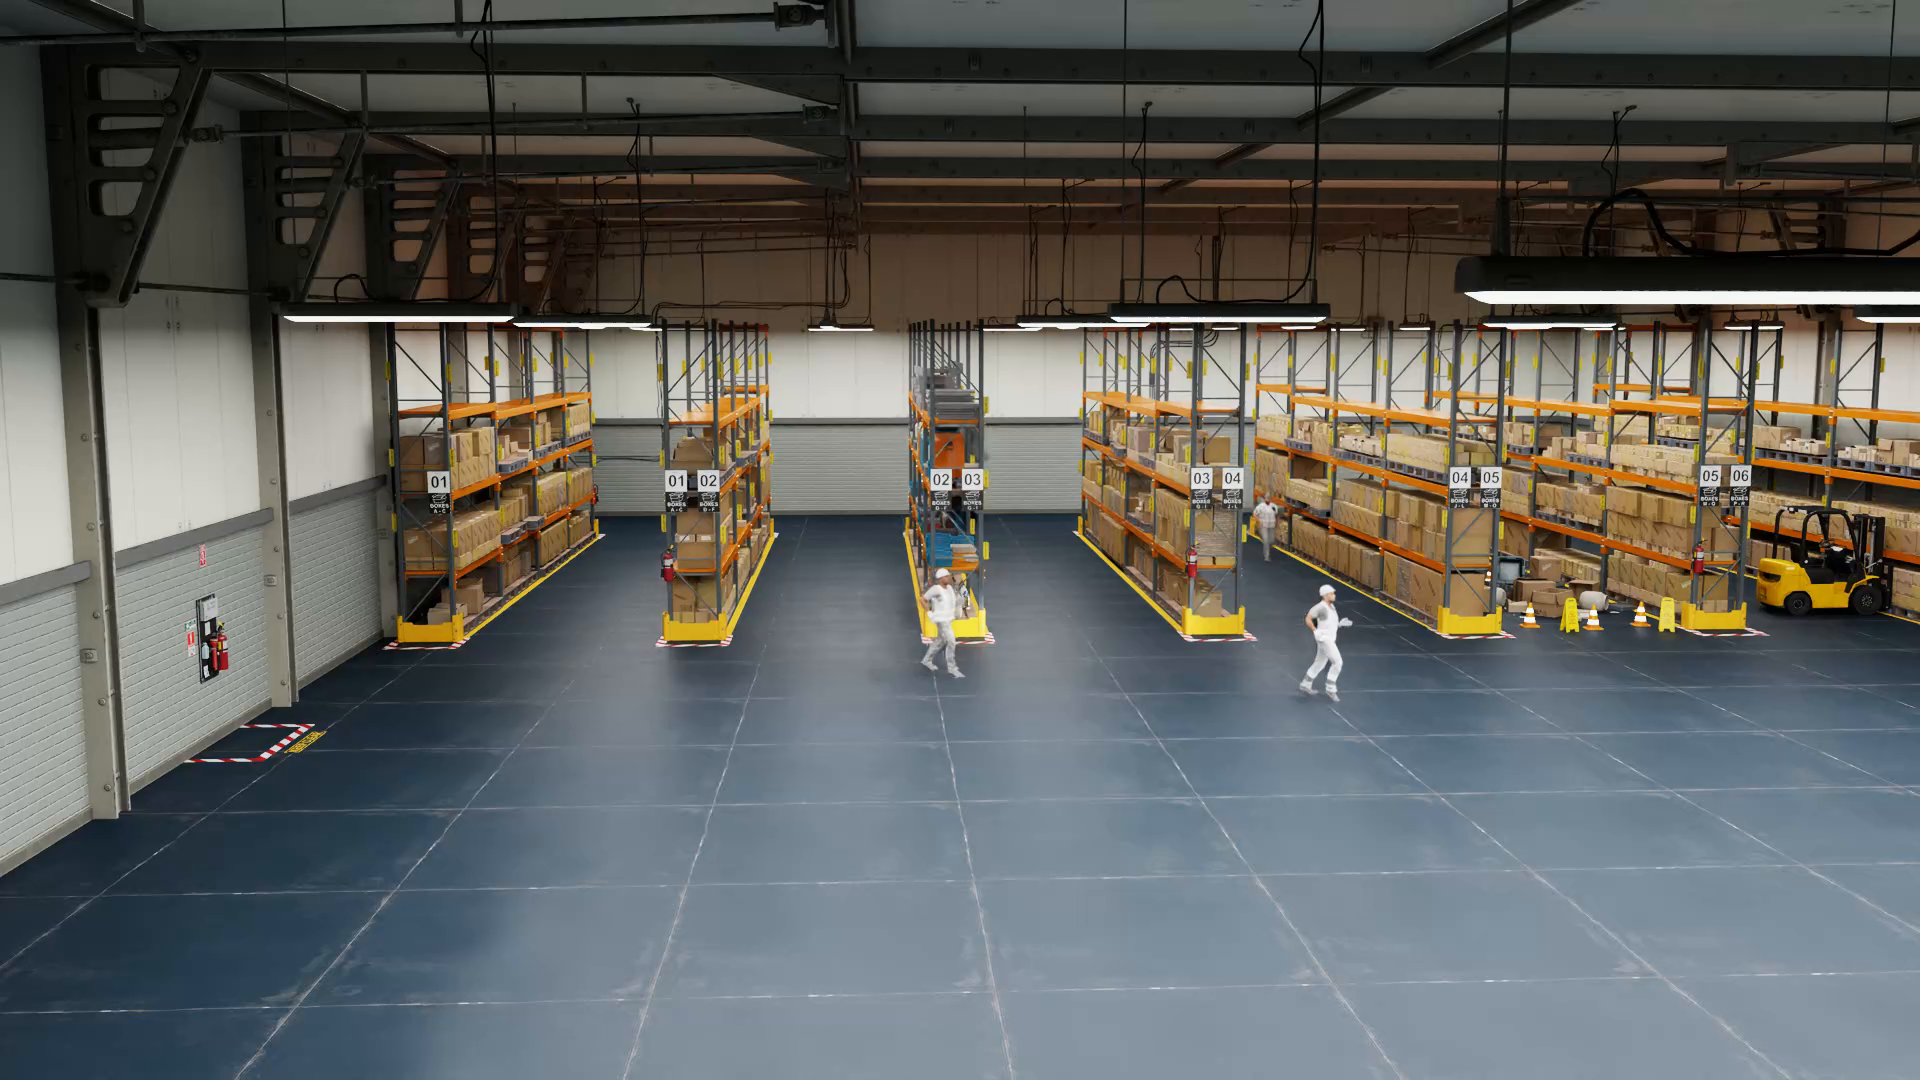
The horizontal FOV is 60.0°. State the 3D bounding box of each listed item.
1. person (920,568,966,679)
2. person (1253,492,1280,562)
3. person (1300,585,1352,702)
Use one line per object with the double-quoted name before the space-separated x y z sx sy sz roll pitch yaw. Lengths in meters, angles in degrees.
"person" -0.282 1.378 27.919 0.863 1.821 0.673 3 8 23
"person" 7.799 -0.354 42.334 0.664 1.754 0.675 -1 7 -6
"person" 5.744 1.620 26.140 0.784 1.846 0.631 3 8 23
